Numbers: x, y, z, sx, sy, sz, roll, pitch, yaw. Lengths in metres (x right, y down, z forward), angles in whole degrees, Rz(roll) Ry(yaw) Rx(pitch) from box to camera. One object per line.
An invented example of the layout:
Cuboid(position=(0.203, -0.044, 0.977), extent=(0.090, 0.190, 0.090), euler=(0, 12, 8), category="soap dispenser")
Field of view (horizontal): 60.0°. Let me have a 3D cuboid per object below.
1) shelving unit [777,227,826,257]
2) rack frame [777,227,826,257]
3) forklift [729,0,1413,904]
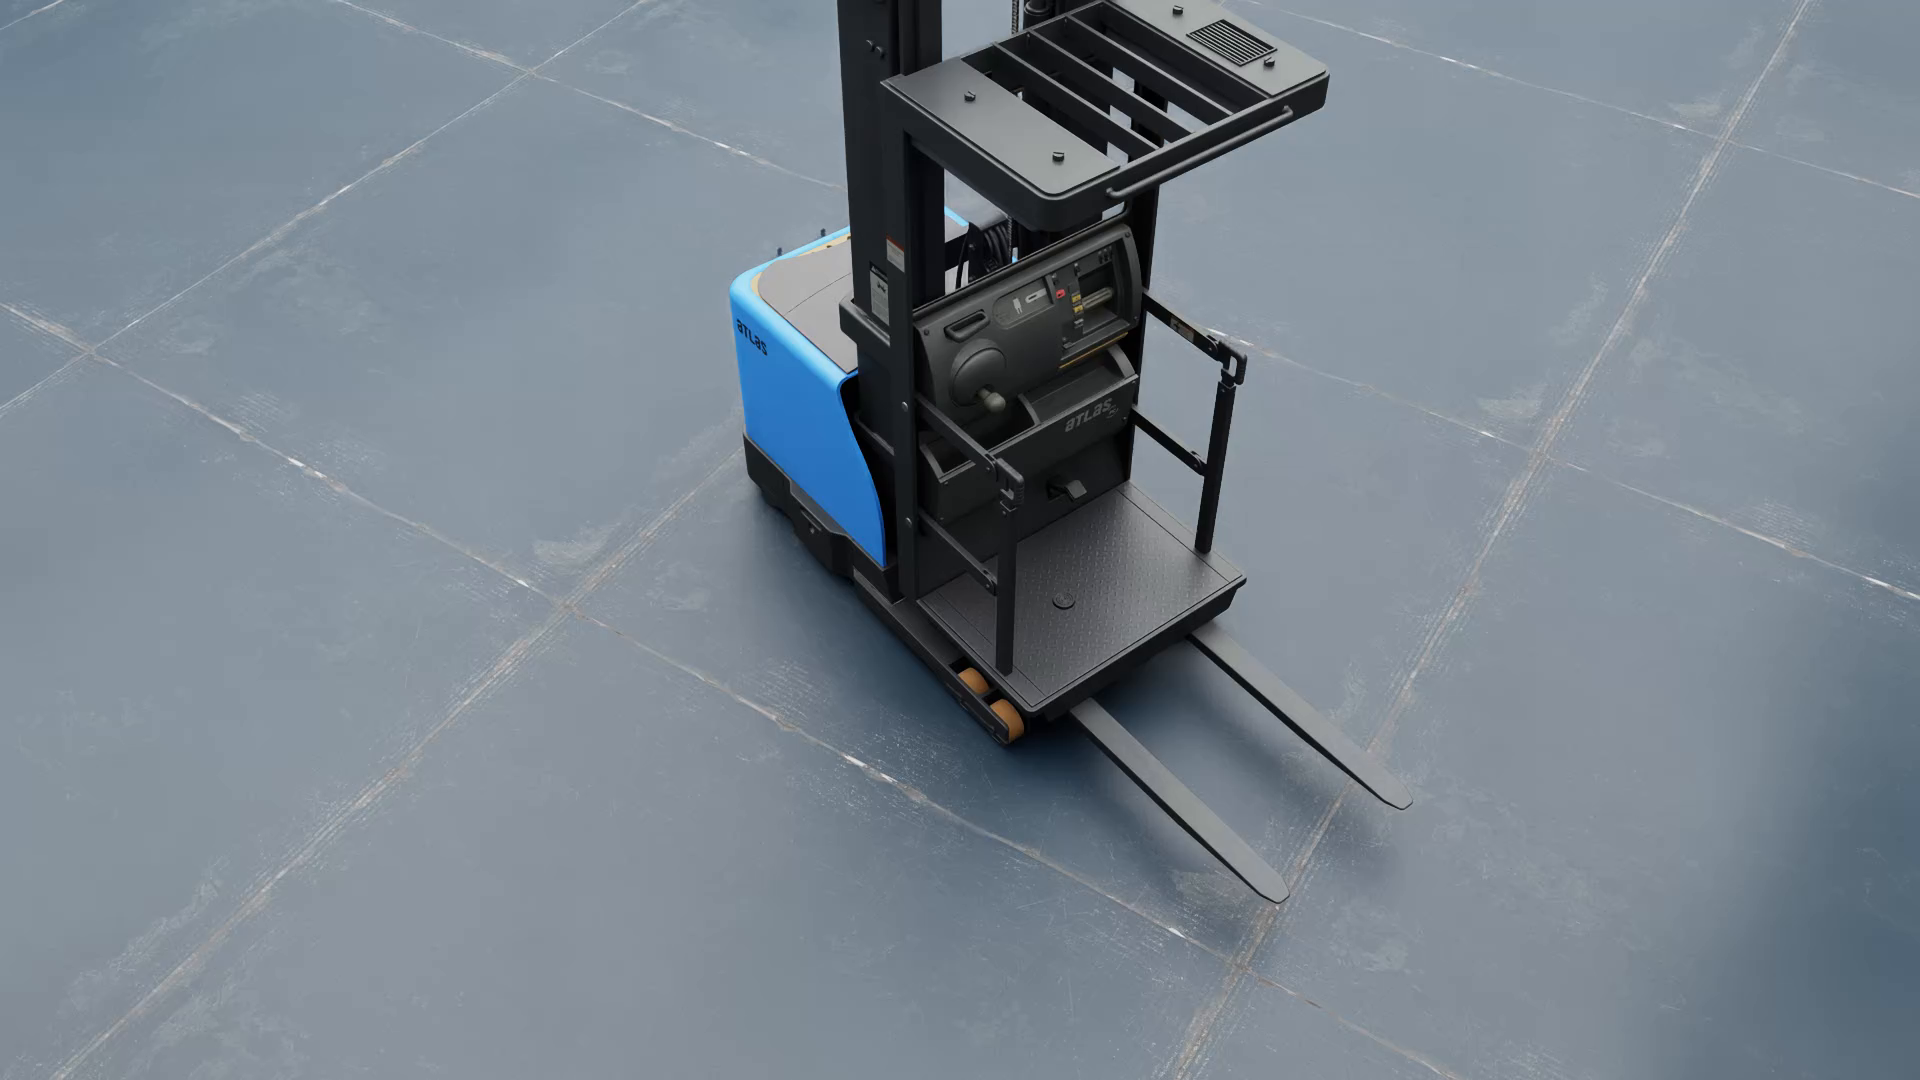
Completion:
Cuboid(position=(-0.601, -0.889, 7.209), extent=(0.258, 0.900, 0.210), euler=(-29, 53, -25), category="shelving unit")
Cuboid(position=(-0.663, -0.947, 7.265), extent=(0.240, 0.900, 0.006), euler=(-29, 53, -25), category="rack frame")
Cuboid(position=(0.385, -0.667, 5.576), extent=(1.130, 2.935, 3.031), euler=(-29, 53, -25), category="forklift")
